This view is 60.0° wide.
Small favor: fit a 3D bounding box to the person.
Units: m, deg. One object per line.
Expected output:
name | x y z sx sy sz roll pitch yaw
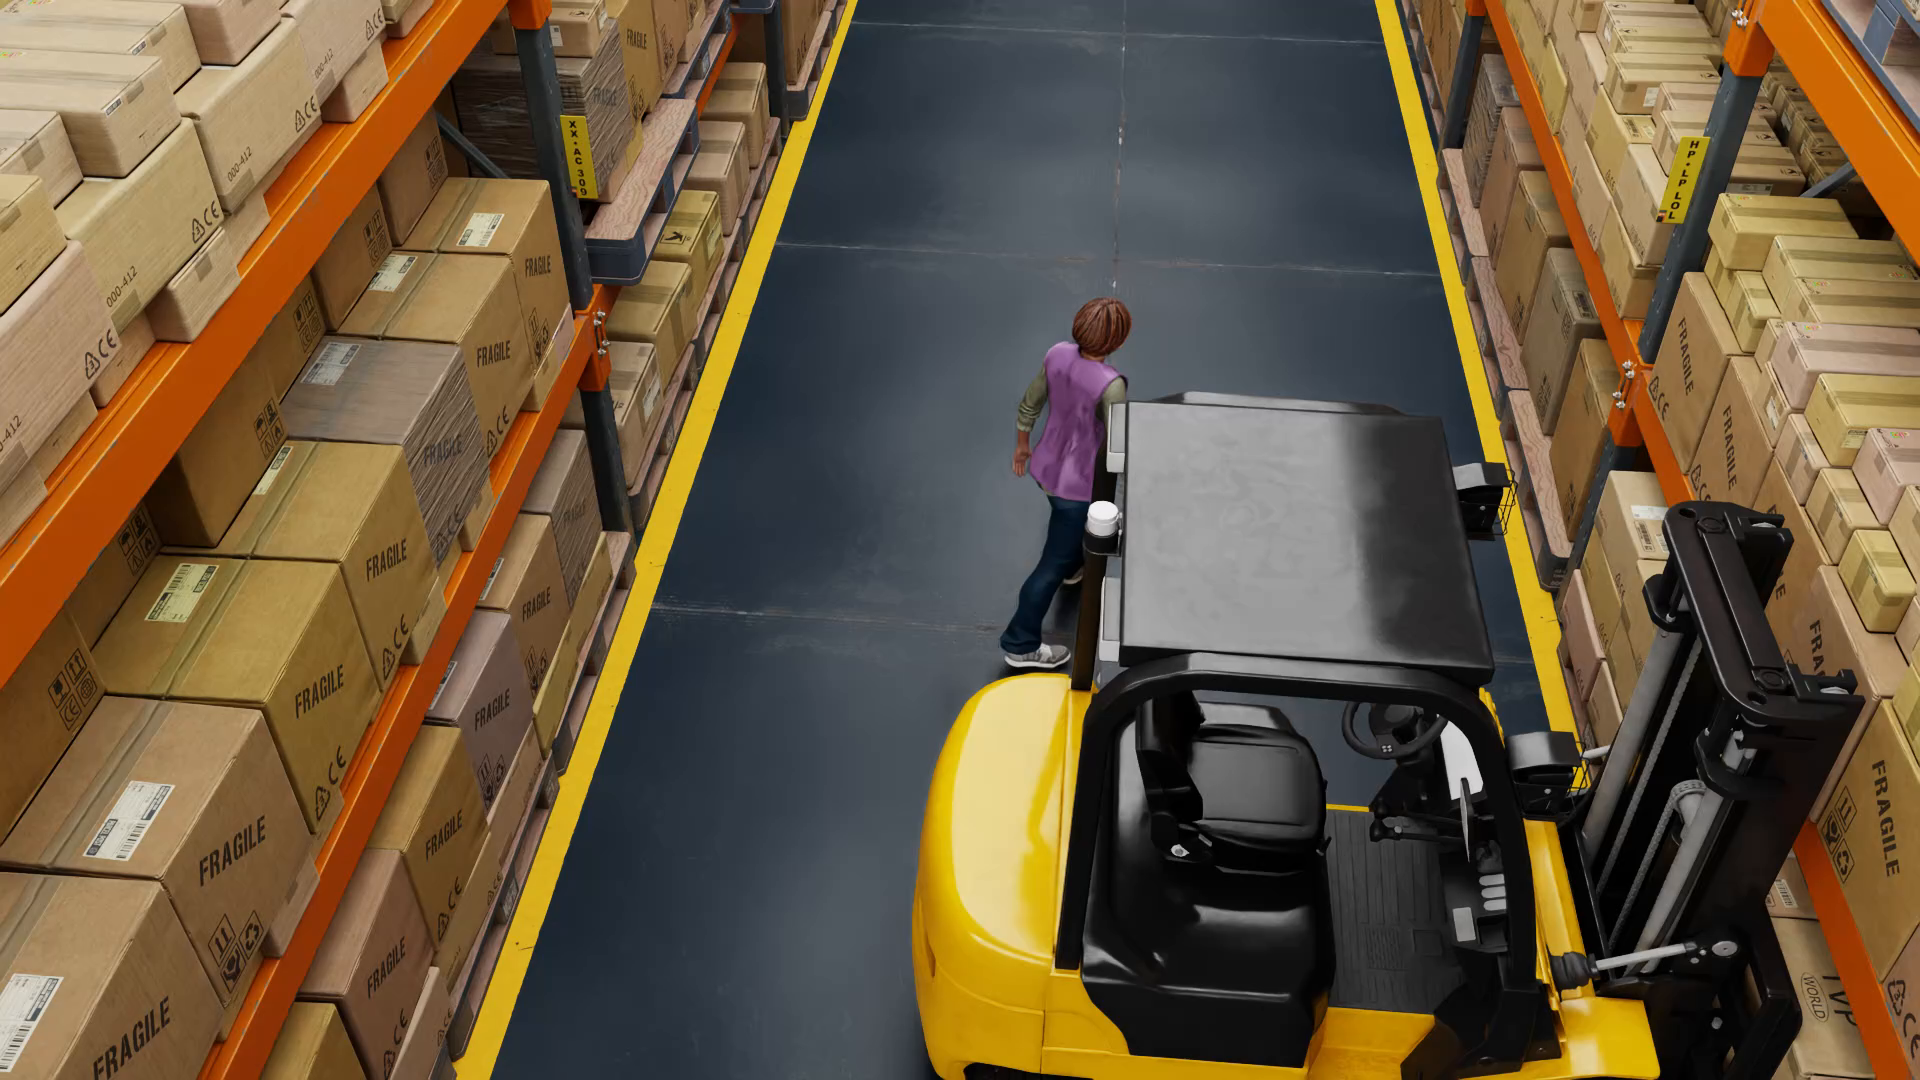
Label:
person | 0.425 -0.262 6.486 0.731 1.540 0.529 -22 45 -23
